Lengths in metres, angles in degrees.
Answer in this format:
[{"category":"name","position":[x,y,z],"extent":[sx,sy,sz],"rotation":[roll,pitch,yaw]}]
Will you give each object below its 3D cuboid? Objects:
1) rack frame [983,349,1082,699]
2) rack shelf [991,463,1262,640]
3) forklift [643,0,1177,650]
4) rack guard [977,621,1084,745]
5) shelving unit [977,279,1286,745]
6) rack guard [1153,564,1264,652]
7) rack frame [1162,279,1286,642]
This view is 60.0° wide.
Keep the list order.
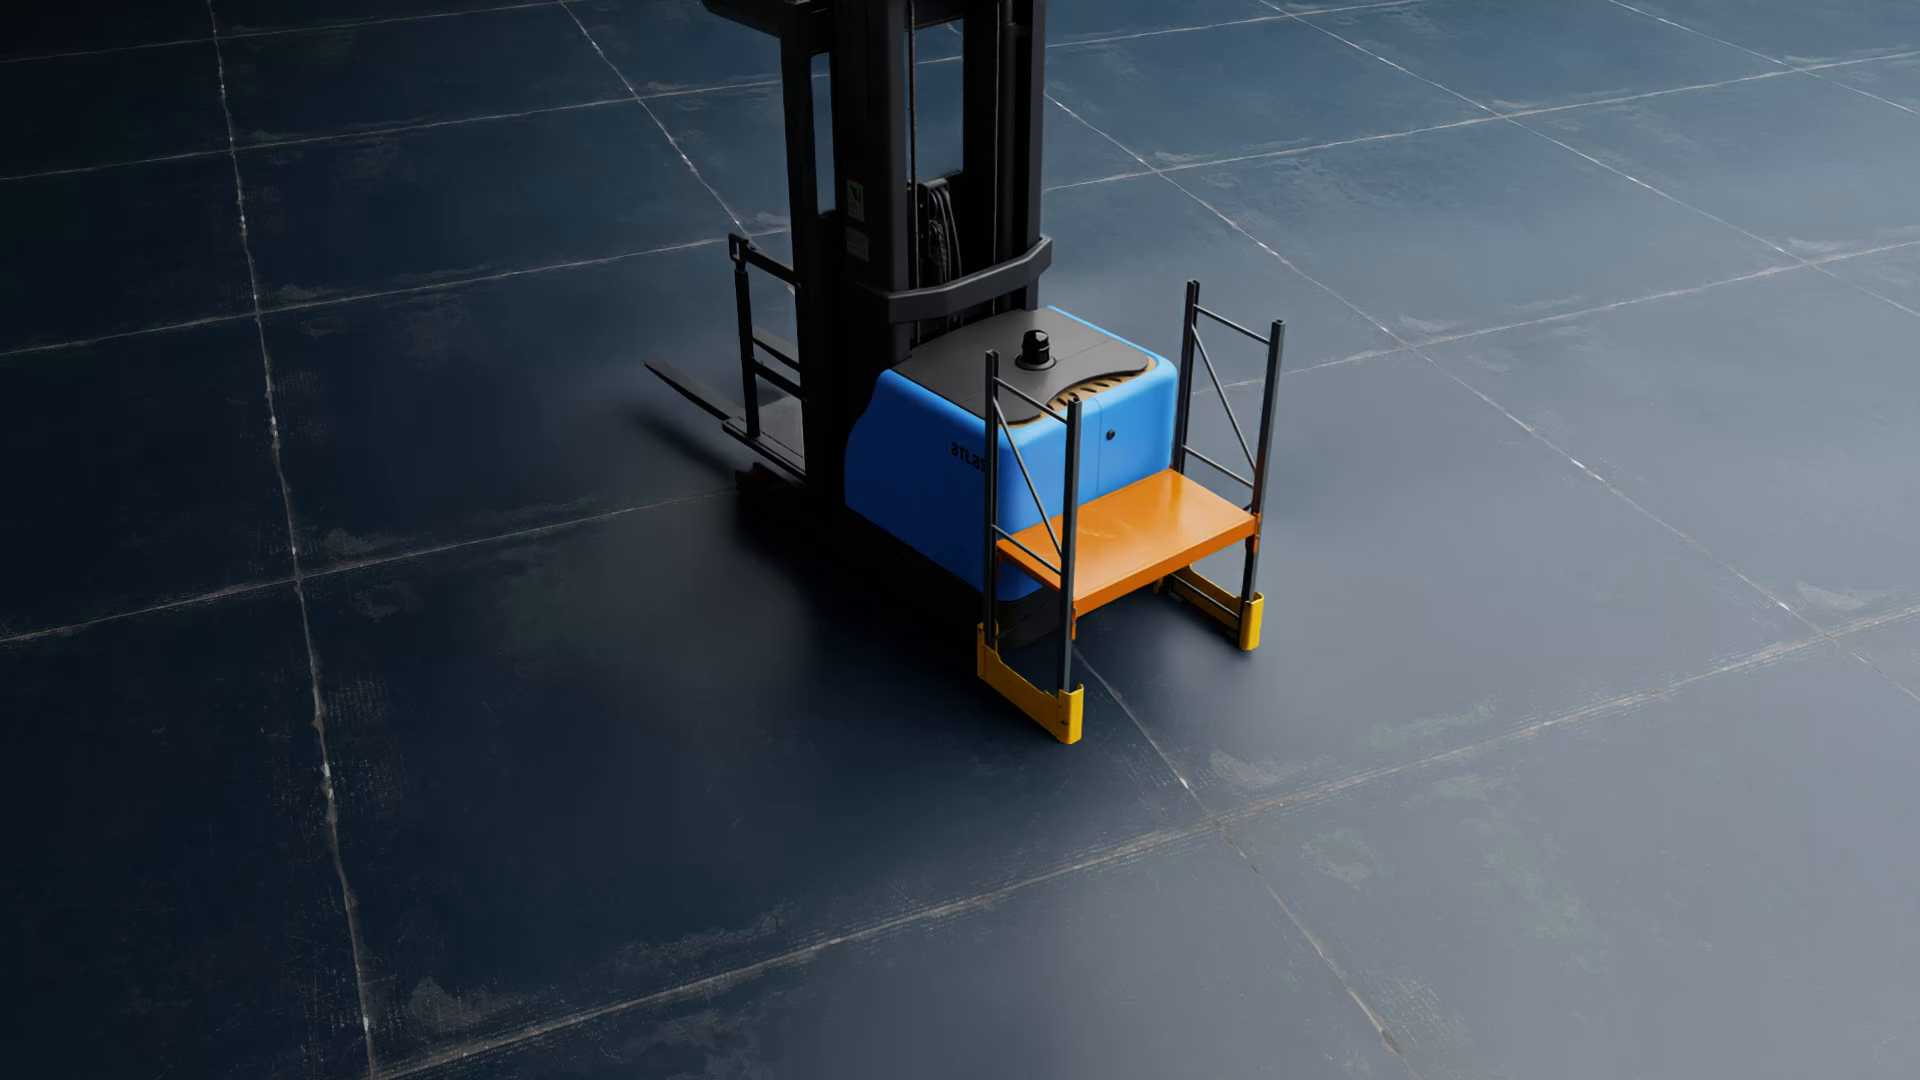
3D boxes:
[{"category":"rack frame","position":[0.258,0.045,6.306],"extent":[0.032,1.500,0.500],"rotation":[-23,39,-31]},{"category":"rack shelf","position":[0.661,0.027,6.664],"extent":[1.000,0.185,0.538],"rotation":[-23,39,-31]},{"category":"forklift","position":[-0.428,-1.493,7.358],"extent":[1.130,2.935,3.031],"rotation":[-26,41,-34]},{"category":"rack guard","position":[0.274,0.562,6.656],"extent":[0.087,0.250,0.587],"rotation":[-23,39,-31]},{"category":"shelving unit","position":[0.668,-0.127,6.570],"extent":[1.083,1.500,0.587],"rotation":[-23,39,-31]},{"category":"rack guard","position":[1.062,0.231,7.166],"extent":[0.087,0.250,0.587],"rotation":[-23,39,-31]},{"category":"rack frame","position":[1.063,-0.294,6.826],"extent":[0.032,1.500,0.500],"rotation":[-23,39,-31]}]
